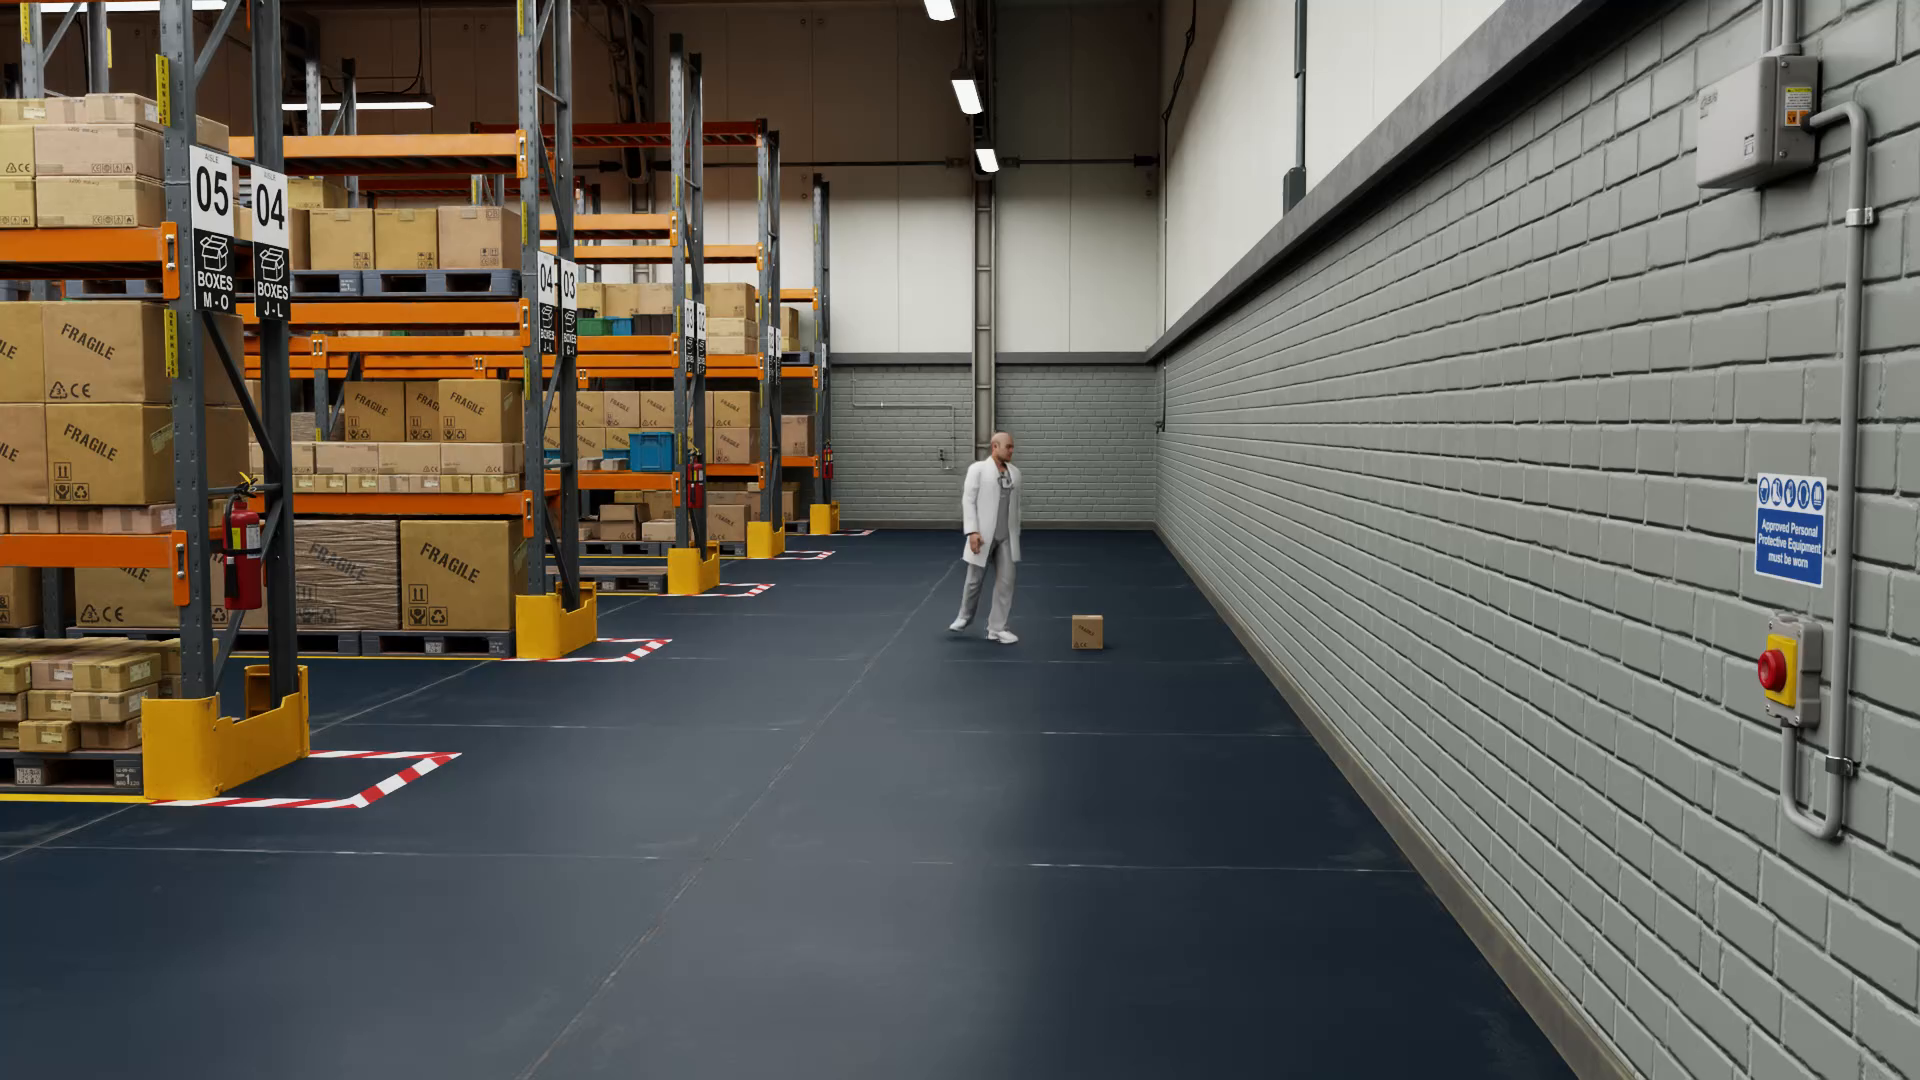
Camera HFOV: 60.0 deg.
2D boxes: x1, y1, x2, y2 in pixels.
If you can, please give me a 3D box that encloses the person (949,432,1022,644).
[{"bbox_3d":[0.246,-0.031,14.210,0.585,1.778,0.747,-2,4,-27],"label":"person"}]
